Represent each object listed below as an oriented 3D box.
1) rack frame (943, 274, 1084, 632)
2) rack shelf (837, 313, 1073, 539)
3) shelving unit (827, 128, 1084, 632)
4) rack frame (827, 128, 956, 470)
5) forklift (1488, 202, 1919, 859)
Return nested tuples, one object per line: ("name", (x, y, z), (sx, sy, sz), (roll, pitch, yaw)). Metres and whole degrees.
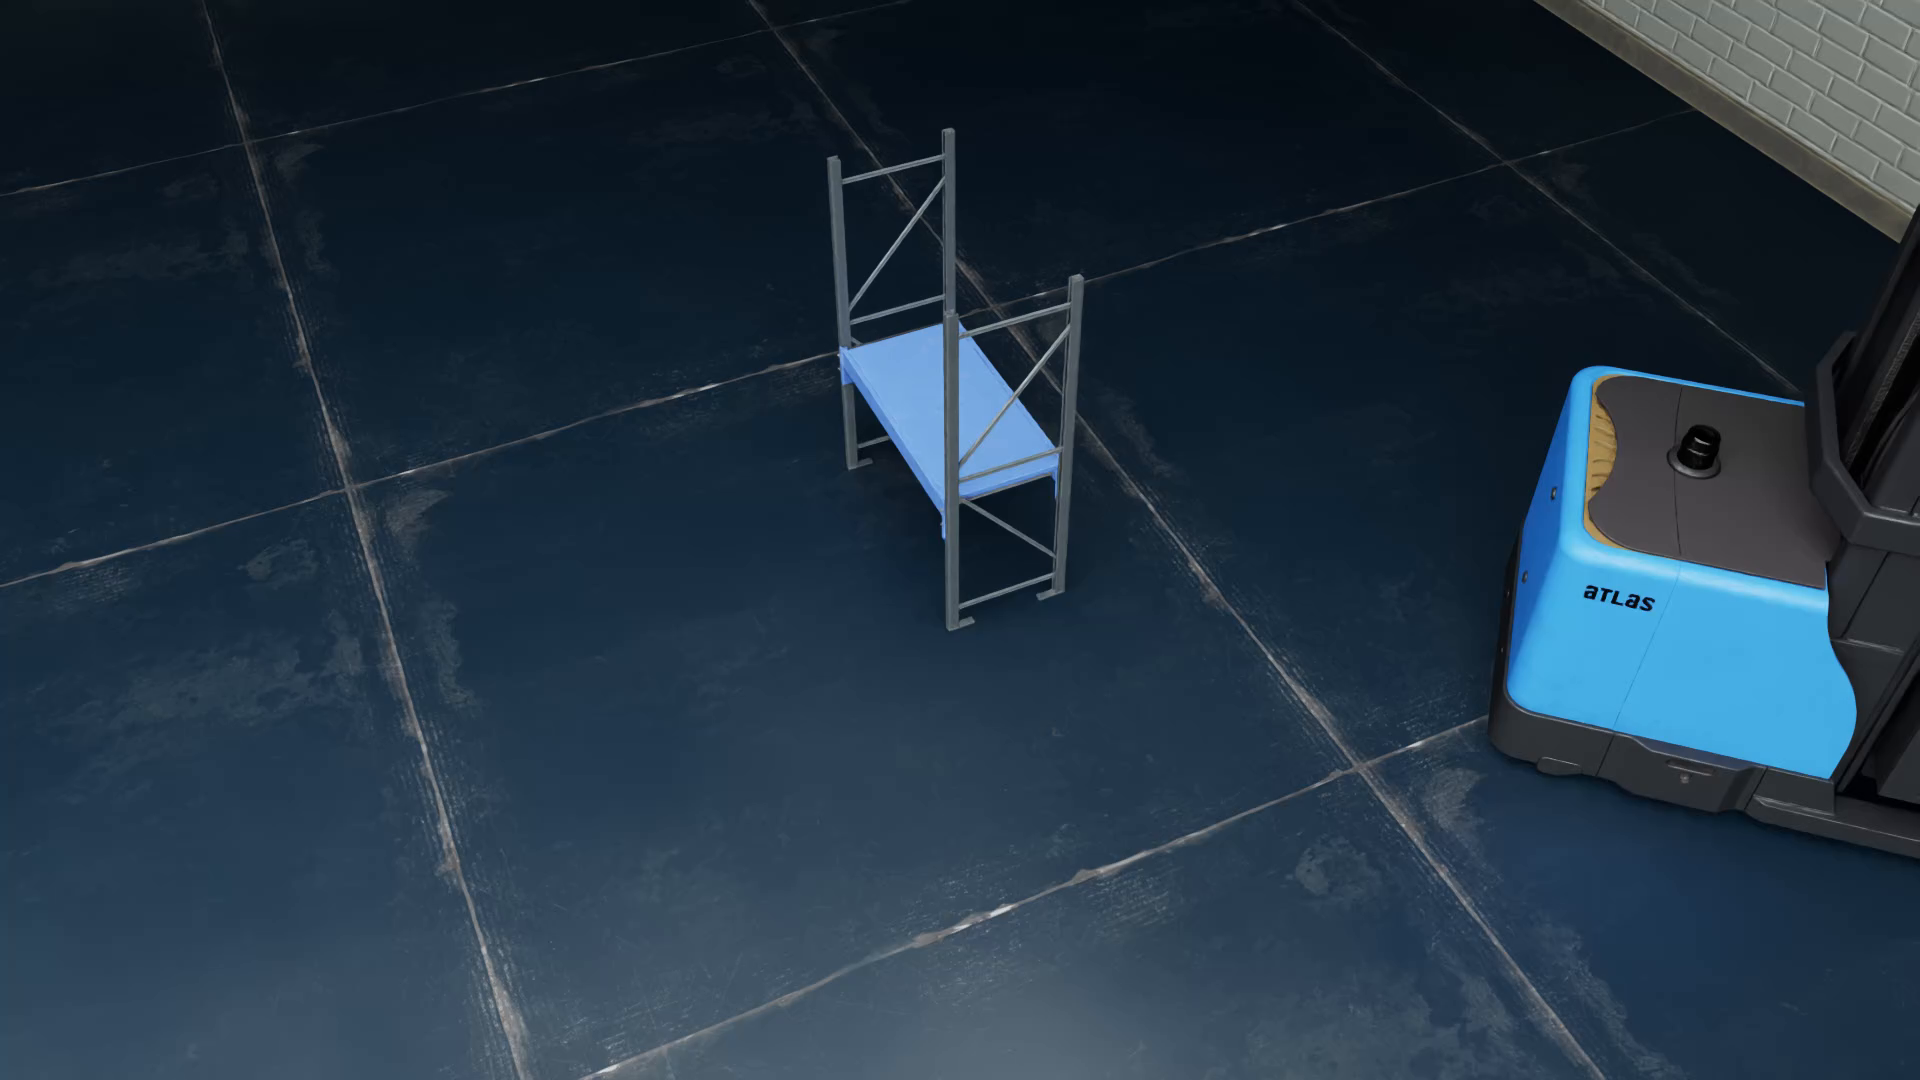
("rack frame", (0.178, -0.264, 5.950), (0.500, 1.500, 0.032), (-18, 47, -17))
("rack shelf", (-0.036, -0.460, 6.405), (0.538, 0.185, 1.000), (-18, 47, -17))
("shelving unit", (-0.036, -0.588, 6.278), (0.538, 1.500, 1.048), (-18, 47, -17))
("rack frame", (-0.250, -0.912, 6.607), (0.500, 1.500, 0.032), (-18, 47, -17))
("forklift", (3.462, -0.276, 4.943), (3.031, 2.935, 1.130), (12, 46, 12))
